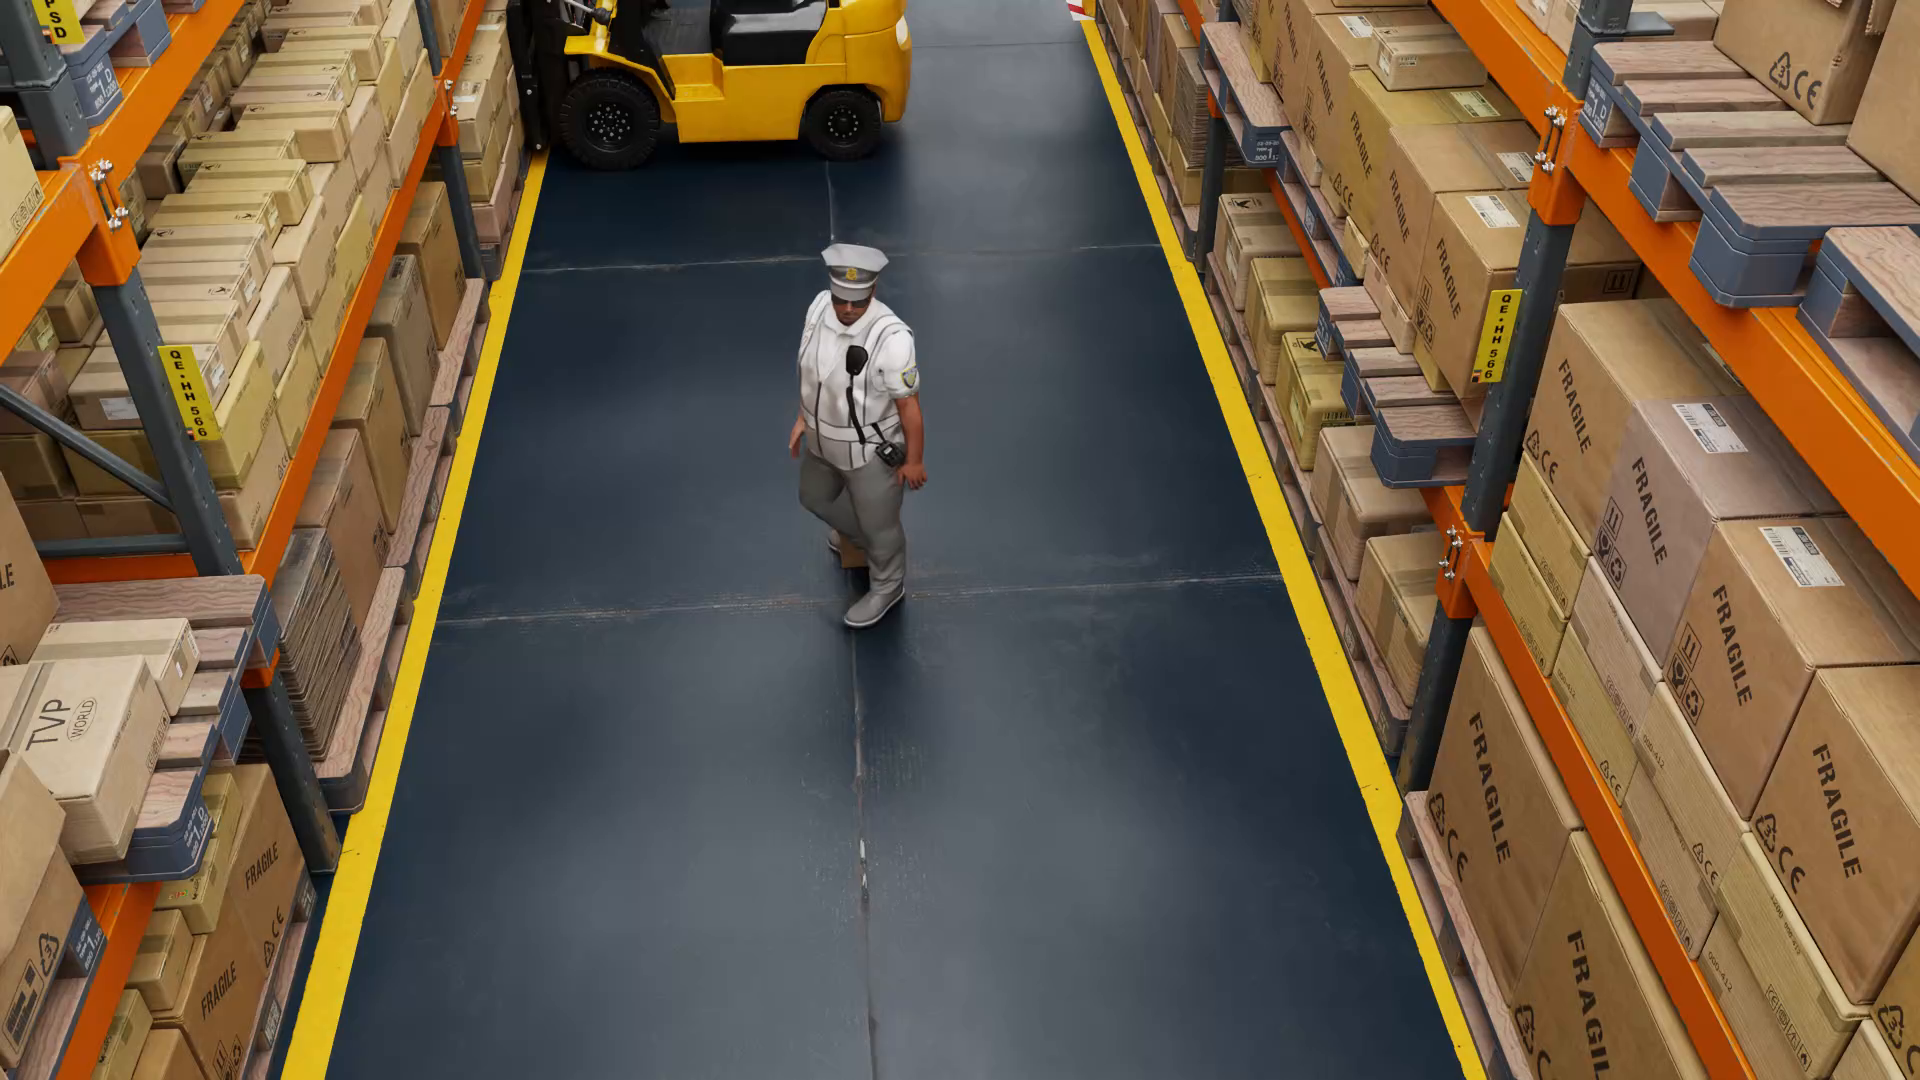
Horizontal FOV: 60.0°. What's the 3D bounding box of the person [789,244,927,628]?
[{"bbox_3d":[-0.427,-0.440,6.668,0.503,1.739,0.706,-32,49,-33],"label":"person"}]
